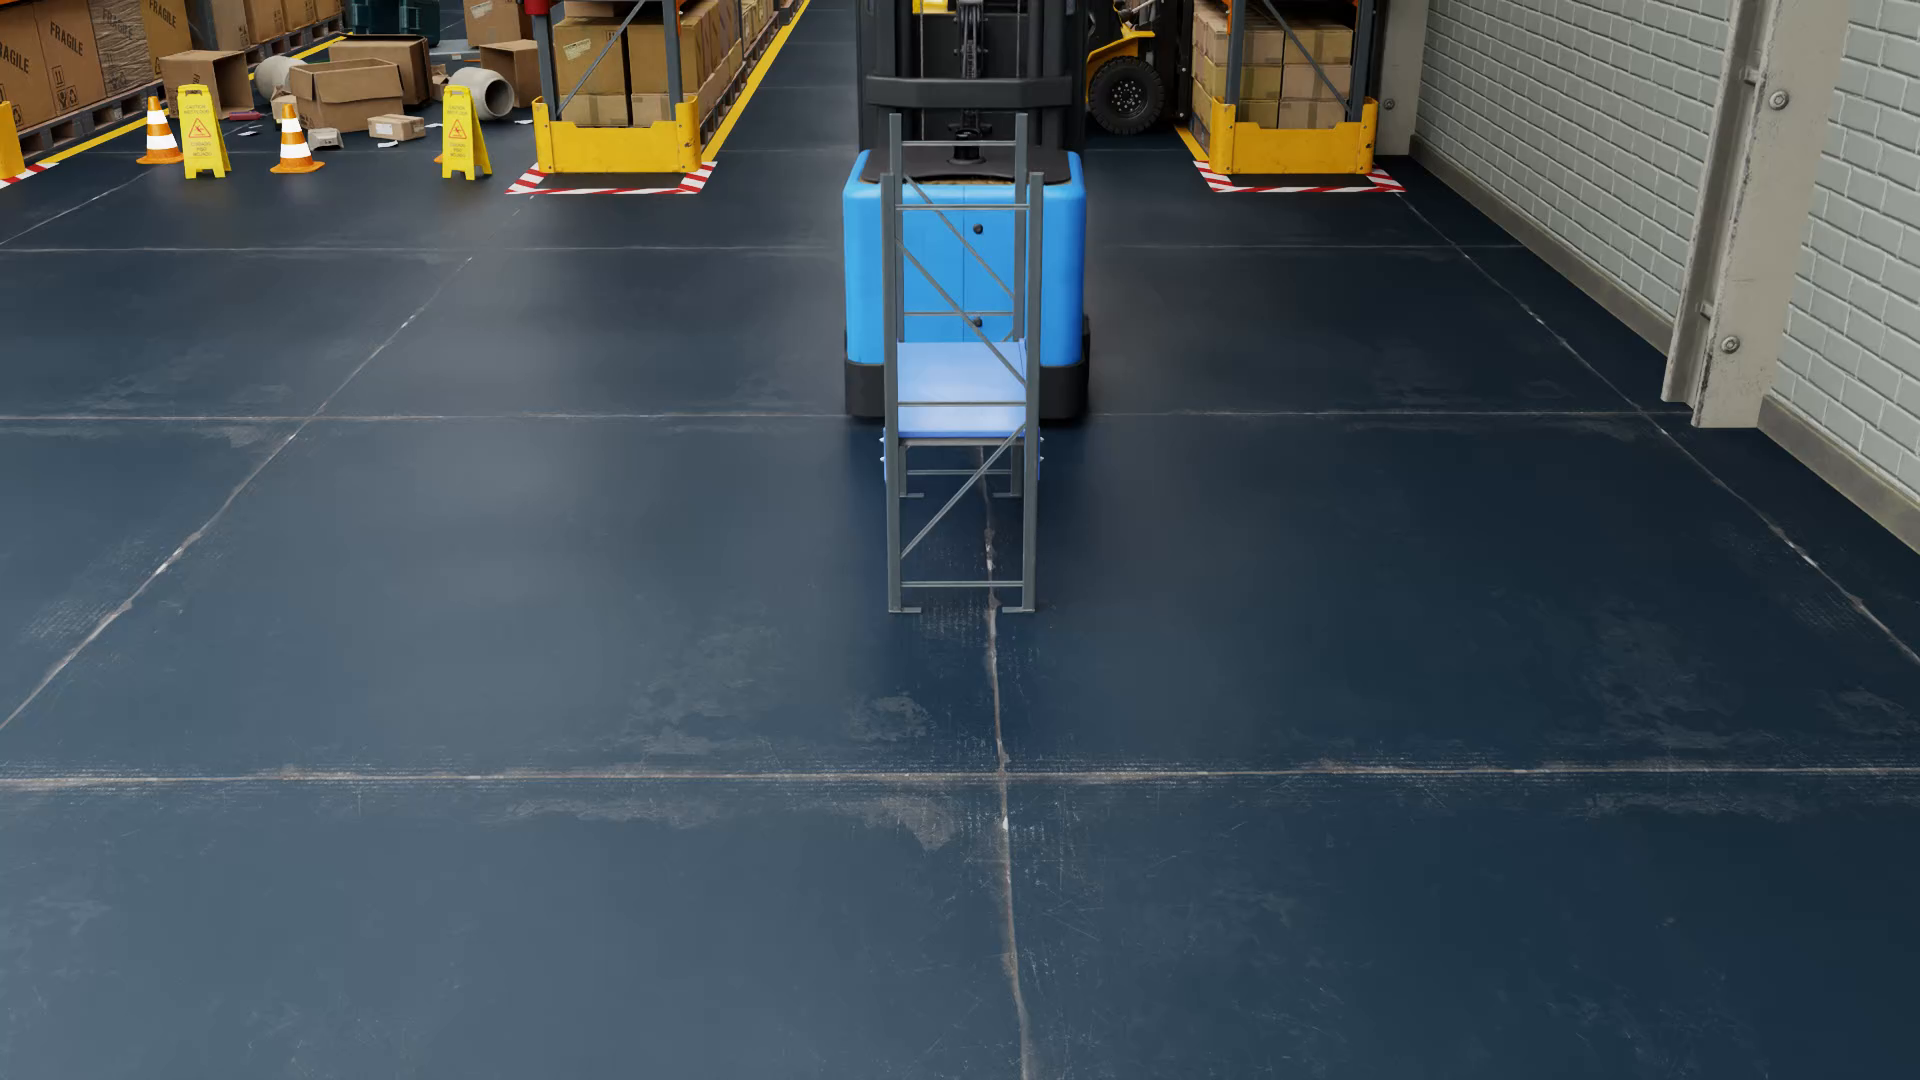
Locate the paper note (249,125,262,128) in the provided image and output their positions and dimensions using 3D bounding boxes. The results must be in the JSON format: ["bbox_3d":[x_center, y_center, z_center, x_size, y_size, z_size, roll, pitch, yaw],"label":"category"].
[{"bbox_3d":[-5.869,-3.444,13.853,0.032,0.001,0.123,13,27,27],"label":"paper note"}]

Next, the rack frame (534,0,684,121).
[{"bbox_3d":[-2.520,-4.104,11.685,1.000,3.000,0.127,0,24,-1],"label":"rack frame"}]

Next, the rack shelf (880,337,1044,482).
[{"bbox_3d":[0.001,-0.484,5.937,0.538,0.185,1.000,0,24,-1],"label":"rack shelf"}]

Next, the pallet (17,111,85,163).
[{"bbox_3d":[-7.556,-3.099,12.846,1.003,0.211,1.213,0,24,-1],"label":"pallet"}]

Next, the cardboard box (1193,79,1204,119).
[{"bbox_3d":[2.126,-3.464,13.096,0.500,0.250,0.500,0,24,-1],"label":"cardboard box"}]

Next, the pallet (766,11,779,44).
[{"bbox_3d":[-2.600,-5.808,18.836,1.003,0.211,1.213,0,24,-1],"label":"pallet"}]

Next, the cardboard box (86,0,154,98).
[{"bbox_3d":[-7.562,-4.281,14.144,0.875,0.875,0.875,0,24,0],"label":"cardboard box"}]

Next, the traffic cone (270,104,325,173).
[{"bbox_3d":[-4.921,-2.975,12.265,0.336,0.463,0.334,0,24,-1],"label":"traffic cone"}]

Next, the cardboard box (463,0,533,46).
[{"bbox_3d":[-4.343,-4.938,15.643,0.500,0.500,0.500,0,24,-1],"label":"cardboard box"}]

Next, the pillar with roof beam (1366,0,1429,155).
[{"bbox_3d":[-0.968,-7.133,11.102,9.100,9.000,0.400,0,24,-1],"label":"pillar with roof beam"}]

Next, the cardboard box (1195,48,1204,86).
[{"bbox_3d":[2.131,-3.700,13.012,0.500,0.250,0.500,0,24,-1],"label":"cardboard box"}]

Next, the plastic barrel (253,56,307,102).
[{"bbox_3d":[-5.966,-4.054,14.700,0.512,0.421,0.421,19,30,35],"label":"plastic barrel"}]

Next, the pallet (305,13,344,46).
[{"bbox_3d":[-7.623,-5.741,18.688,1.003,0.211,1.213,0,24,-1],"label":"pallet"}]

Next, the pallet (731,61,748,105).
[{"bbox_3d":[-2.521,-4.205,15.292,1.003,0.211,1.213,0,24,-1],"label":"pallet"}]

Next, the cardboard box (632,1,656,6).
[{"bbox_3d":[-2.806,-4.354,14.154,0.500,0.500,0.500,1,24,2],"label":"cardboard box"}]

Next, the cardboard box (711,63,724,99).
[{"bbox_3d":[-2.269,-3.812,13.864,0.500,0.250,0.500,1,24,3],"label":"cardboard box"}]

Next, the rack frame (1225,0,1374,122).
[{"bbox_3d":[2.443,-4.128,11.737,1.000,3.000,0.127,0,24,-1],"label":"rack frame"}]

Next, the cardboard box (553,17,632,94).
[{"bbox_3d":[-2.790,-3.713,12.737,0.500,0.500,0.500,0,24,0],"label":"cardboard box"}]

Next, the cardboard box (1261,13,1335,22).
[{"bbox_3d":[2.618,-3.927,12.906,0.500,0.250,0.500,0,24,0],"label":"cardboard box"}]

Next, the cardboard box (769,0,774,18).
[{"bbox_3d":[-2.611,-6.162,18.913,0.950,0.372,0.625,-2,24,-4],"label":"cardboard box"}]

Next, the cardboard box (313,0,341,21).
[{"bbox_3d":[-7.639,-6.252,18.653,1.050,0.750,0.750,-1,24,-1],"label":"cardboard box"}]

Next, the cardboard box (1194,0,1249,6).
[{"bbox_3d":[2.102,-4.338,13.814,0.500,0.250,0.500,-1,24,-2],"label":"cardboard box"}]

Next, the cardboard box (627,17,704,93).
[{"bbox_3d":[-2.253,-3.728,12.769,0.500,0.500,0.500,-1,24,-2],"label":"cardboard box"}]

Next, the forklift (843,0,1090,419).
[{"bbox_3d":[0.064,-2.426,8.057,1.130,2.935,3.031,1,24,2],"label":"forklift"}]

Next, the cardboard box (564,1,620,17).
[{"bbox_3d":[-2.861,-4.160,12.938,0.380,0.149,0.250,0,24,1],"label":"cardboard box"}]

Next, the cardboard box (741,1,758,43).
[{"bbox_3d":[-2.583,-5.259,16.917,0.950,0.372,0.625,1,24,3],"label":"cardboard box"}]

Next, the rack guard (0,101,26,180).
[{"bbox_3d":[-7.468,-2.891,12.037,1.175,0.500,0.348,0,24,-1],"label":"rack guard"}]

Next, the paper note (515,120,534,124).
[{"bbox_3d":[-3.676,-3.534,14.026,0.142,0.019,0.148,-9,26,-19],"label":"paper note"}]

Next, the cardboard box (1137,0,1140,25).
[{"bbox_3d":[2.372,-5.730,17.652,0.875,0.625,0.625,-1,24,-3],"label":"cardboard box"}]

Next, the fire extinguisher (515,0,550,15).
[{"bbox_3d":[-2.980,-4.020,11.592,0.296,0.674,0.183,0,24,-1],"label":"fire extinguisher"}]

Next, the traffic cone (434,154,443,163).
[{"bbox_3d":[-3.815,-3.120,12.586,0.336,0.463,0.334,0,24,-1],"label":"traffic cone"}]

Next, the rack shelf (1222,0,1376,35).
[{"bbox_3d":[2.422,-4.624,13.708,1.077,0.370,4.000,0,24,-1],"label":"rack shelf"}]

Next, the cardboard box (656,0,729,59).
[{"bbox_3d":[-2.275,-4.370,14.190,0.500,0.500,0.500,1,24,2],"label":"cardboard box"}]

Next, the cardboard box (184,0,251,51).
[{"bbox_3d":[-7.609,-5.110,16.129,1.050,0.750,0.750,0,24,-1],"label":"cardboard box"}]

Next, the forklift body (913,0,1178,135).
[{"bbox_3d":[0.598,-4.515,13.622,2.313,2.155,1.214,0,24,-1],"label":"forklift body"}]

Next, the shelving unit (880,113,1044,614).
[{"bbox_3d":[0.001,-0.648,5.863,0.538,1.500,1.048,0,24,-1],"label":"shelving unit"}]

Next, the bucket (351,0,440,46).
[{"bbox_3d":[-5.205,-4.844,15.448,0.726,0.611,0.620,8,16,18],"label":"bucket"}]

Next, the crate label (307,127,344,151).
[{"bbox_3d":[-4.991,-3.150,13.048,0.250,0.136,0.298,-14,28,-28],"label":"crate label"}]

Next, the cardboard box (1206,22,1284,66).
[{"bbox_3d":[2.126,-3.710,12.428,0.500,0.250,0.500,1,24,1],"label":"cardboard box"}]

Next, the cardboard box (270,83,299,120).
[{"bbox_3d":[-5.652,-3.743,14.203,0.396,0.266,0.258,4,25,9],"label":"cardboard box"}]

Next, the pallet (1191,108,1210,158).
[{"bbox_3d":[2.393,-3.173,13.008,1.003,0.211,1.213,0,24,-1],"label":"pallet"}]

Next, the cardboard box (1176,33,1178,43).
[{"bbox_3d":[2.098,-4.327,14.398,0.500,0.250,0.500,0,24,-1],"label":"cardboard box"}]

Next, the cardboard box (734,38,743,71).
[{"bbox_3d":[-2.288,-4.449,15.273,0.500,0.250,0.500,1,24,2],"label":"cardboard box"}]
